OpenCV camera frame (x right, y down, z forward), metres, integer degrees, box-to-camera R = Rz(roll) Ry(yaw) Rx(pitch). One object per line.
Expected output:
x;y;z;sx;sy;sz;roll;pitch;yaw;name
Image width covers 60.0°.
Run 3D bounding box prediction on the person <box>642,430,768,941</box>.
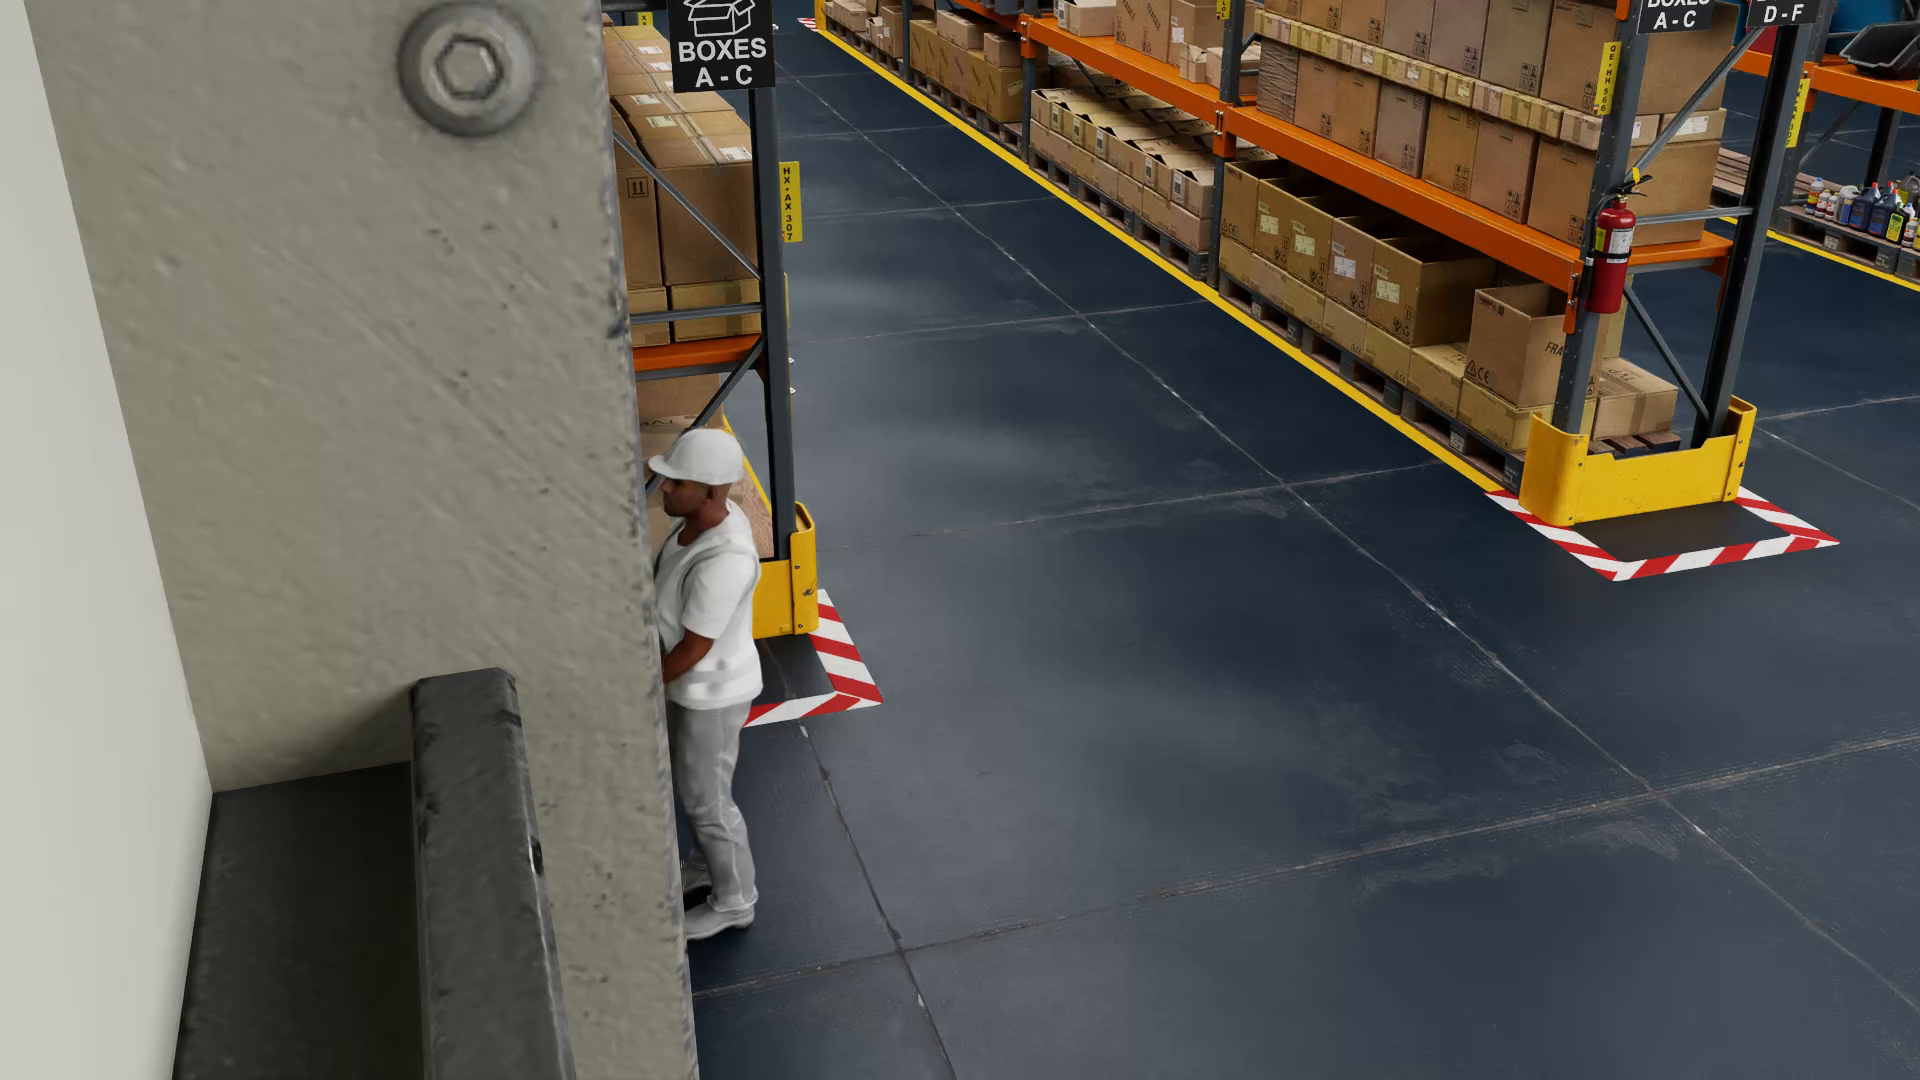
-0.854;0.468;5.371;0.458;1.767;0.575;-9;27;-17;person
